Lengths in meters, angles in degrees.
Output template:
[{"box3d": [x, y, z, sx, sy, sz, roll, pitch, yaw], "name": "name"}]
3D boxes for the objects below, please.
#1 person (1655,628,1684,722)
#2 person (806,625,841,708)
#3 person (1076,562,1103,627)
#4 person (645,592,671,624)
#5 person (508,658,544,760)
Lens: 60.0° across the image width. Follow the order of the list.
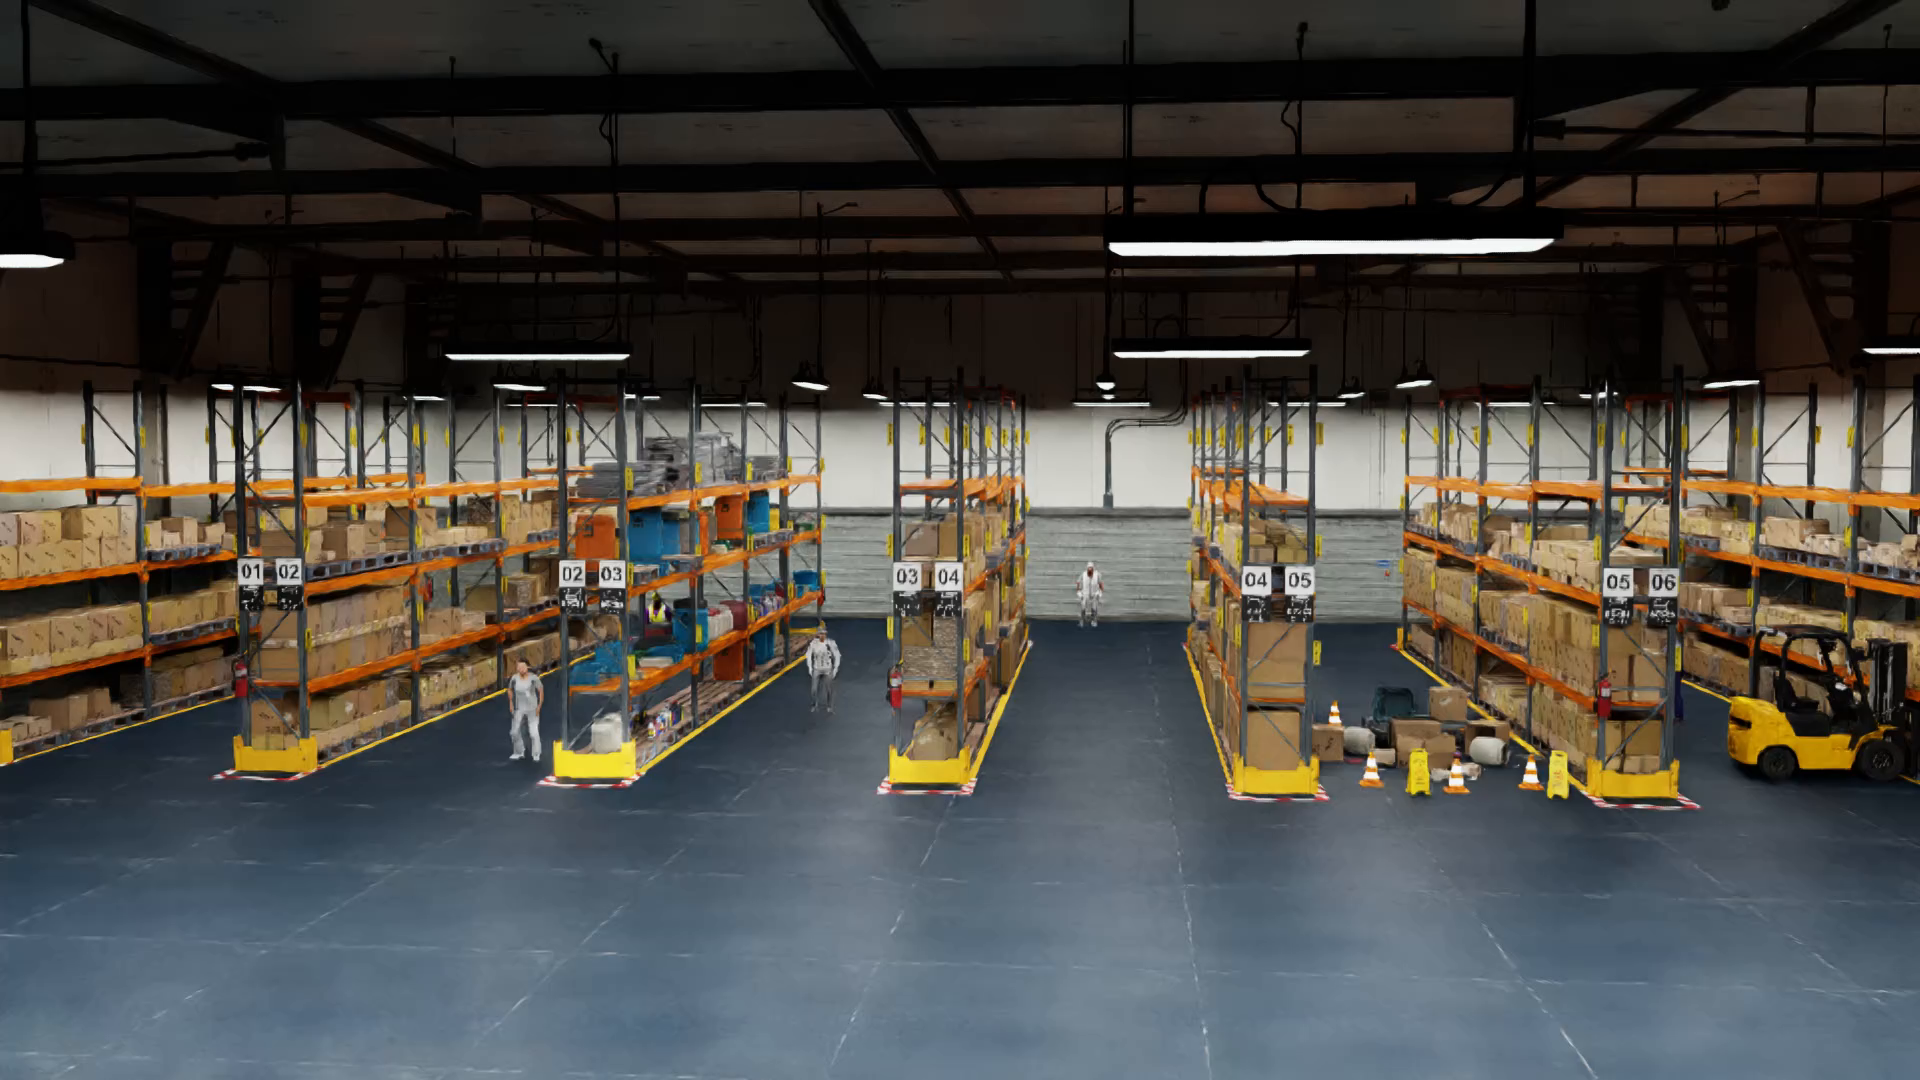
[{"box3d": [12.549, 2.350, 29.353, 0.534, 1.646, 0.557, 2, 4, 34], "name": "person"}, {"box3d": [-2.474, 2.295, 30.044, 0.639, 1.566, 0.492, 0, 4, 4], "name": "person"}, {"box3d": [3.407, 1.431, 43.672, 0.702, 1.735, 0.549, 0, 4, 3], "name": "person"}, {"box3d": [-6.441, 1.949, 35.373, 0.577, 1.691, 1.121, 0, 4, 7], "name": "person"}, {"box3d": [-6.692, 2.605, 25.671, 0.580, 1.619, 0.507, 0, 4, 4], "name": "person"}]
